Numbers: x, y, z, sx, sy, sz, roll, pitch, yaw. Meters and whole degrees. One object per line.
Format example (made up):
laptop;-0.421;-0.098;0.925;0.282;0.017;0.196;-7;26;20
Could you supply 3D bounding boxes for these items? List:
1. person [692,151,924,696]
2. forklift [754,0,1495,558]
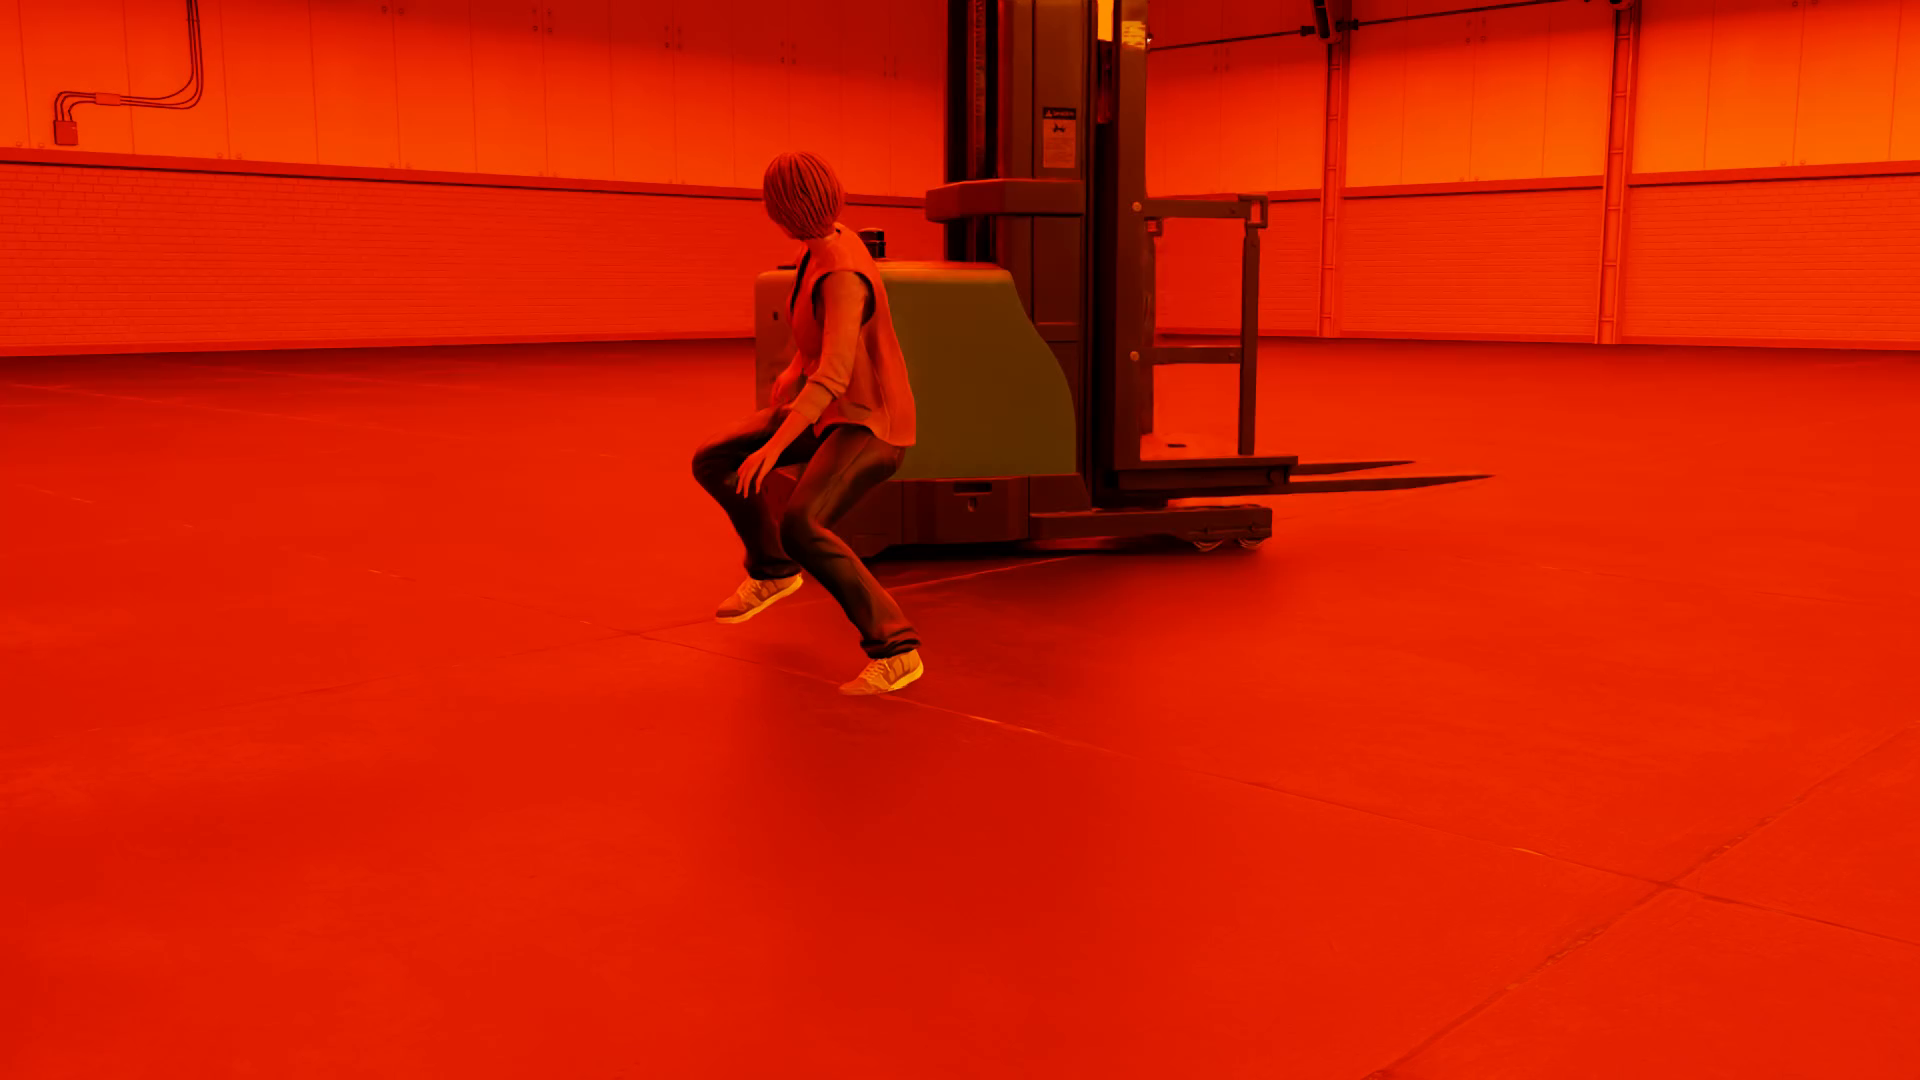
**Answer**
person;-0.387;-0.308;4.369;0.603;1.384;0.722;-4;9;-25
forklift;0.722;-1.485;6.733;3.031;2.935;1.130;-3;9;-17
